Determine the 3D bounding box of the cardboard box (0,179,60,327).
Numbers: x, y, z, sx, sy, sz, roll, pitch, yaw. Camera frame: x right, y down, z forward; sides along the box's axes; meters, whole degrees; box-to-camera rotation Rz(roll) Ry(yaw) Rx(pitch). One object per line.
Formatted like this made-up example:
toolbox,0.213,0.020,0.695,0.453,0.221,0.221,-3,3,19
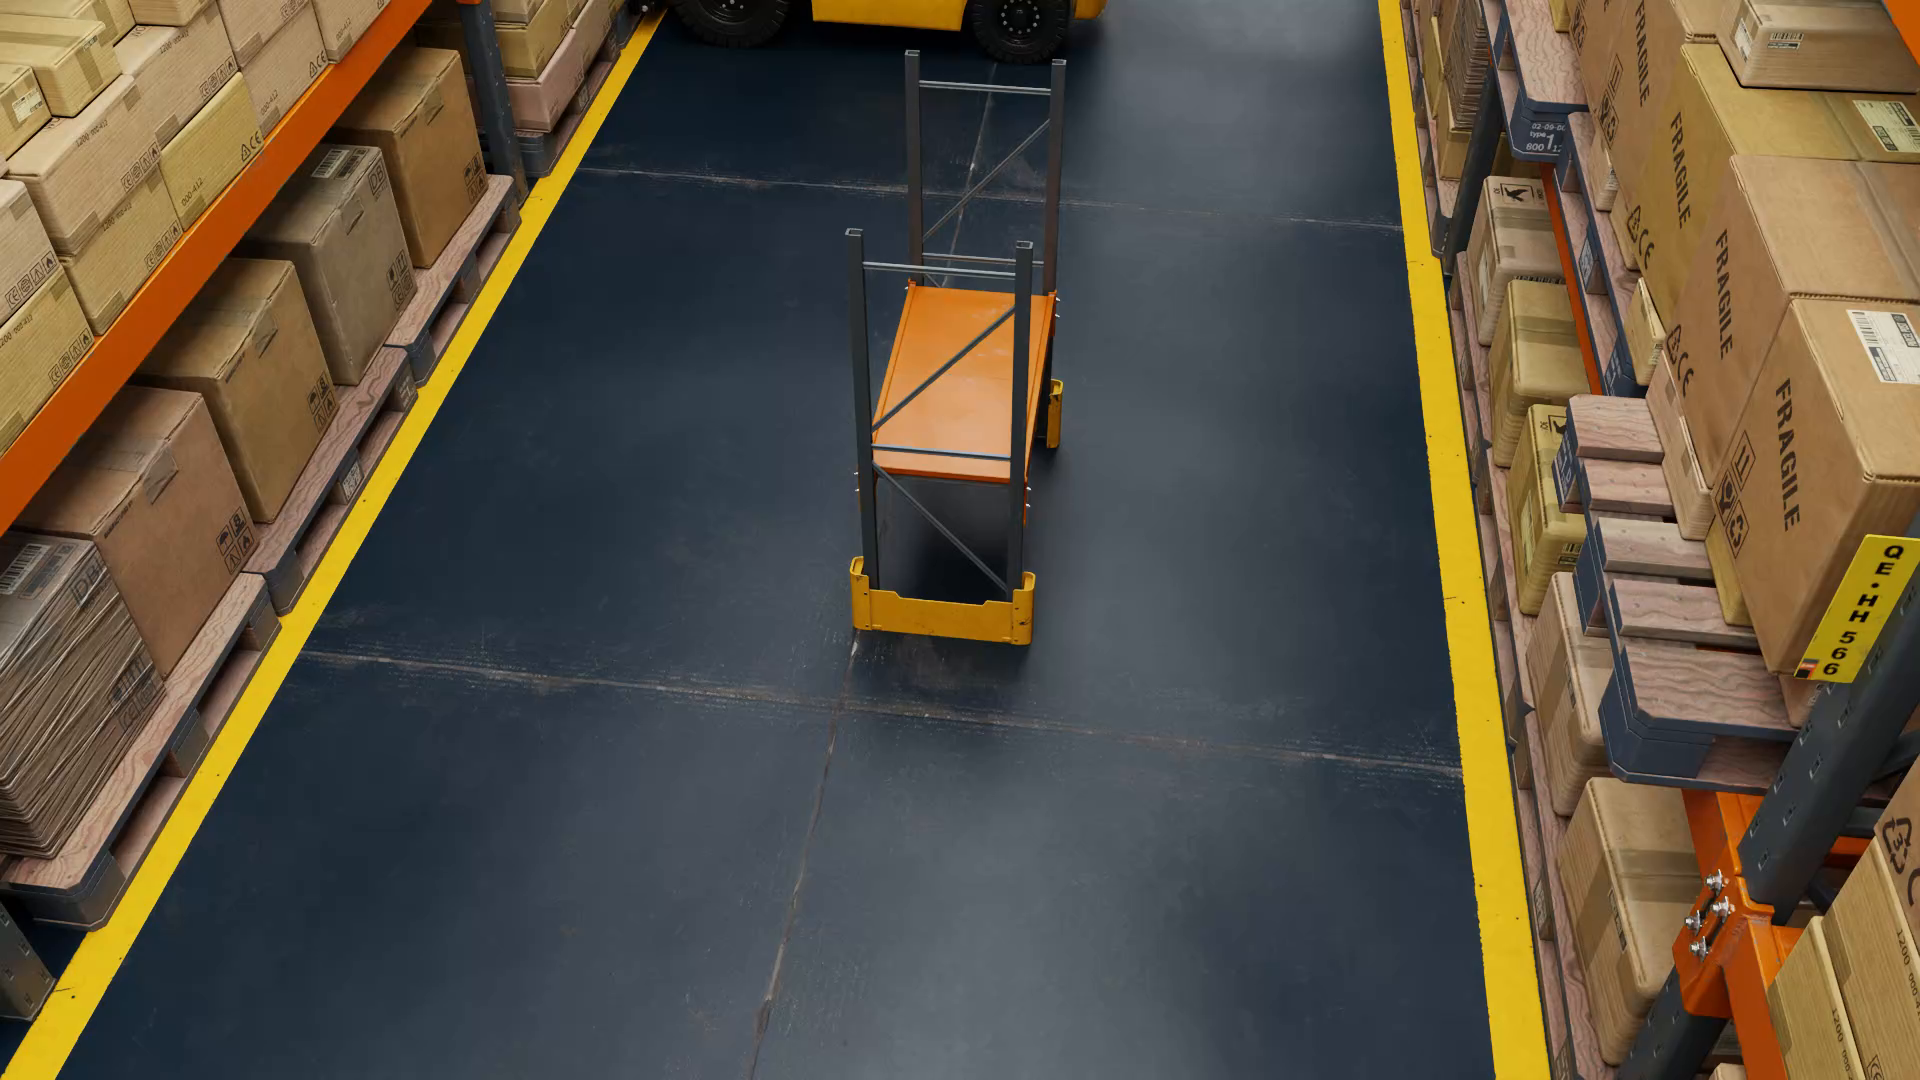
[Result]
cardboard box,-2.571,-0.647,3.997,0.500,0.250,0.500,7,44,7

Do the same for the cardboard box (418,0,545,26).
cardboard box,-2.035,-2.443,7.116,0.500,0.250,0.500,5,44,5

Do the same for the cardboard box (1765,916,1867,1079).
cardboard box,1.667,0.915,2.711,0.500,0.250,0.500,5,44,5

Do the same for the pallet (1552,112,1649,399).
pallet,2.203,-0.733,4.482,1.003,0.211,1.213,5,44,6

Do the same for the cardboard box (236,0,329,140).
cardboard box,-2.375,-1.524,5.287,0.500,0.250,0.500,5,44,6

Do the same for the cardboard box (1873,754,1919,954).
cardboard box,1.674,0.464,2.278,0.500,0.500,0.500,4,44,4

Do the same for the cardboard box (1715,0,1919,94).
cardboard box,1.918,-1.123,3.688,0.380,0.149,0.250,3,44,4

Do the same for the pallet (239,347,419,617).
pallet,-2.628,-0.273,5.884,1.003,0.211,1.213,5,44,6

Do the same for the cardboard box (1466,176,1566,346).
cardboard box,2.443,-1.017,6.248,0.950,0.372,0.625,6,44,6

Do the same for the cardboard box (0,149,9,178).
cardboard box,-2.540,-0.900,3.974,0.380,0.149,0.250,6,44,6

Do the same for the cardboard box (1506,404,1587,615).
cardboard box,2.262,-0.052,5.230,0.950,0.372,0.625,7,44,7

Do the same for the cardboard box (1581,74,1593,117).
cardboard box,2.045,-1.348,4.870,0.380,0.149,0.250,6,44,6

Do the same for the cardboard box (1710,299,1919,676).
cardboard box,1.766,-0.082,3.060,0.500,0.500,0.500,4,44,4

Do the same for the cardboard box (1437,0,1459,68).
cardboard box,2.388,-2.377,7.228,0.500,0.500,0.500,6,44,6

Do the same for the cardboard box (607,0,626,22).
cardboard box,-1.914,-2.777,8.196,0.500,0.250,0.500,6,44,6

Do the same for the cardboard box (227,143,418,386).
cardboard box,-2.578,-1.030,6.078,0.875,0.625,0.625,5,44,5

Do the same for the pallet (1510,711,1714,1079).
pallet,2.086,1.030,4.509,1.003,0.211,1.213,5,44,6

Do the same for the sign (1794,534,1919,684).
sign,1.442,0.115,2.662,0.100,0.325,0.005,5,44,6

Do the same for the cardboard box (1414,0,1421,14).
cardboard box,2.524,-2.811,8.232,0.500,0.250,0.500,8,44,8

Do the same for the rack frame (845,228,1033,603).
rack frame,-0.056,-0.256,4.930,0.500,1.500,0.032,5,44,6

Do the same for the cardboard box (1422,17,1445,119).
cardboard box,2.383,-2.121,7.503,0.500,0.250,0.500,4,44,4

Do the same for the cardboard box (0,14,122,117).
cardboard box,-2.445,-1.242,4.335,0.380,0.149,0.250,6,44,6

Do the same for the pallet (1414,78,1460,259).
pallet,2.564,-1.624,7.312,1.003,0.211,1.213,5,44,6

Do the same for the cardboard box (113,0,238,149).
cardboard box,-2.441,-1.353,4.742,0.500,0.250,0.500,6,44,6

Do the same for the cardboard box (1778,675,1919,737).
cardboard box,1.792,0.244,3.188,0.380,0.149,0.250,7,44,7

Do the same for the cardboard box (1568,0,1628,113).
cardboard box,2.019,-1.502,4.560,0.500,0.500,0.500,5,44,5

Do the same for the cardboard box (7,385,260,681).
cardboard box,-2.765,-0.059,5.052,0.875,0.625,0.625,7,44,7

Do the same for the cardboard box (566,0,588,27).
cardboard box,-1.976,-2.605,7.651,0.500,0.250,0.500,5,44,5

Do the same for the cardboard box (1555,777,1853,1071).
cardboard box,2.066,0.968,4.152,0.950,0.372,0.625,3,43,3

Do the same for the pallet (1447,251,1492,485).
pallet,2.409,-0.633,6.265,1.003,0.211,1.213,5,44,6

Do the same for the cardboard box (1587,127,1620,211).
cardboard box,1.924,-1.004,4.506,0.380,0.149,0.250,7,44,7

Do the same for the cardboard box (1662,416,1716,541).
cardboard box,1.744,-0.121,3.574,0.380,0.149,0.250,5,44,5

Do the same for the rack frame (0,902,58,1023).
rack frame,-2.939,0.101,3.461,1.000,3.000,0.127,5,44,6

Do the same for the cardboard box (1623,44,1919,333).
cardboard box,1.889,-0.779,3.797,0.500,0.500,0.500,3,43,3

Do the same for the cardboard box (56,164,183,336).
cardboard box,-2.506,-0.818,4.542,0.500,0.250,0.500,4,44,4

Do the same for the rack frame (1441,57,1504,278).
rack frame,2.510,-2.176,5.867,1.000,3.000,0.127,5,44,6

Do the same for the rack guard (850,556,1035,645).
rack guard,-0.056,0.197,5.360,0.587,0.250,0.087,5,44,6

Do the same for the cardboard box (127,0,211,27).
cardboard box,-2.333,-1.582,4.695,0.380,0.149,0.250,4,44,4

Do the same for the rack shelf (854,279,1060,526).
rack shelf,0.011,-0.472,5.419,0.538,0.185,1.000,5,44,6

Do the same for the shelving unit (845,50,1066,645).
shelving unit,0.010,-0.597,5.289,0.587,1.500,1.083,5,44,6

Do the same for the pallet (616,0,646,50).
pallet,-2.105,-2.984,8.748,1.003,0.211,1.213,5,44,6

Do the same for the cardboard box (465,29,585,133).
cardboard box,-2.018,-2.078,7.458,0.500,0.250,0.500,6,44,6

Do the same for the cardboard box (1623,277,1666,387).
cardboard box,1.808,-0.481,3.953,0.380,0.149,0.250,6,44,6

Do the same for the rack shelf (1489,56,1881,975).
rack shelf,2.246,-0.552,4.674,1.077,0.370,4.000,5,44,6
